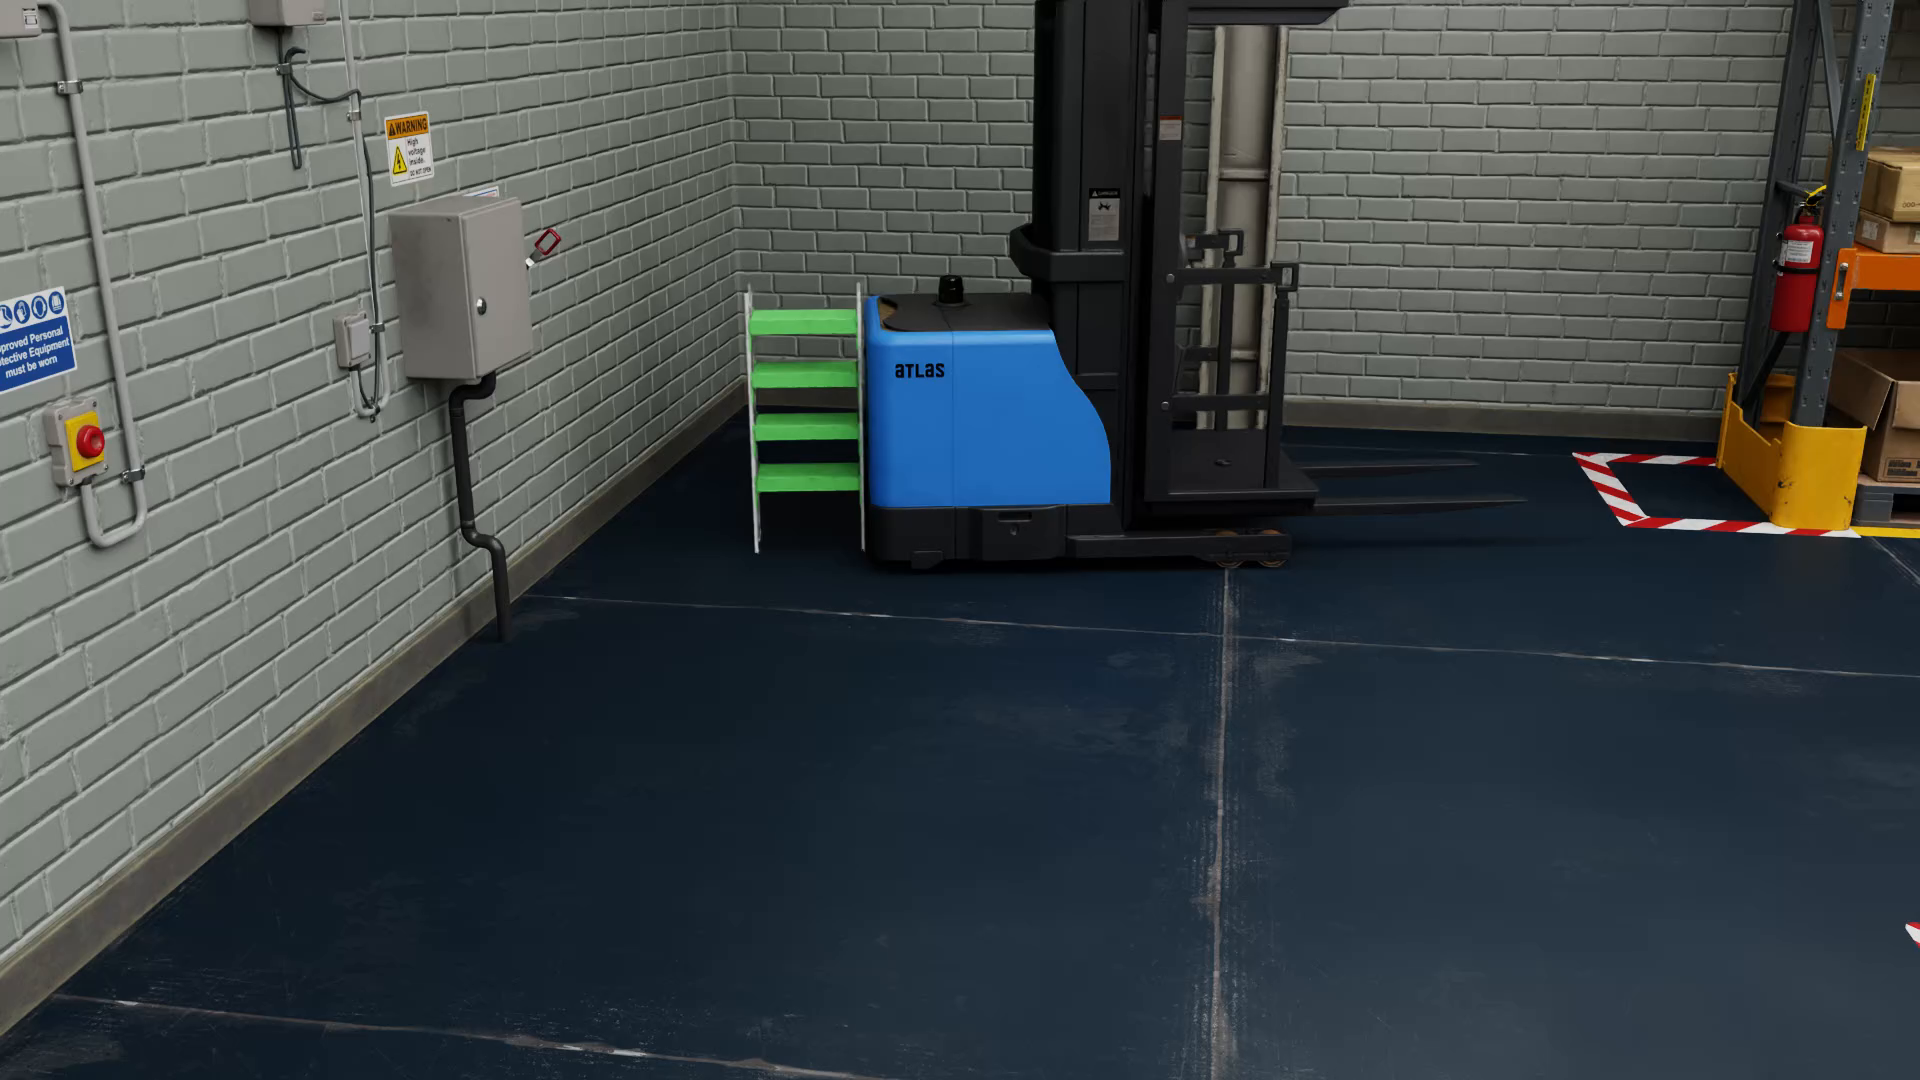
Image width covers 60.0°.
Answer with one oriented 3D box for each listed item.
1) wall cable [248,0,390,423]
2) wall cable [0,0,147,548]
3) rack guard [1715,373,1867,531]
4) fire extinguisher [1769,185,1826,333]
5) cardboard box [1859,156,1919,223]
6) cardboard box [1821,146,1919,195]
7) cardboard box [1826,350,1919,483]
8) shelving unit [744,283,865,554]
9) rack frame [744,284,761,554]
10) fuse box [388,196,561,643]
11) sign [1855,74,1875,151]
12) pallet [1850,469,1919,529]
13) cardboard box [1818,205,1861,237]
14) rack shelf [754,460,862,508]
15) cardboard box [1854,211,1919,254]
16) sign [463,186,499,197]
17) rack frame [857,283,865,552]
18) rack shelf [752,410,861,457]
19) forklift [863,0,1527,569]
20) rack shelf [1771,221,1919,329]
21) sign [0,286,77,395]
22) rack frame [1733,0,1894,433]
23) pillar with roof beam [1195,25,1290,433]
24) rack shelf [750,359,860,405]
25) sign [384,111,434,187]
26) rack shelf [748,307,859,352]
[{"bbox_3d":[-2.036,-1.306,5.379,0.122,1.984,0.588,3,19,9],"label":"wall cable"},{"bbox_3d":[-2.250,-0.876,4.044,0.123,1.953,0.585,3,19,9],"label":"wall cable"},{"bbox_3d":[4.180,-0.469,8.417,0.348,0.500,1.175,3,19,9],"label":"rack guard"},{"bbox_3d":[3.886,-1.307,7.693,0.183,0.674,0.296,3,19,9],"label":"fire extinguisher"},{"bbox_3d":[4.510,-1.621,7.688,0.500,0.250,0.500,3,19,9],"label":"cardboard box"},{"bbox_3d":[4.601,-1.788,8.188,0.500,0.250,0.500,3,19,10],"label":"cardboard box"},{"bbox_3d":[4.694,-0.613,8.181,0.637,0.503,0.797,2,19,6],"label":"cardboard box"},{"bbox_3d":[-0.694,-0.547,7.547,0.503,1.200,0.258,-1,19,-3],"label":"shelving unit"},{"bbox_3d":[-0.937,-0.543,7.534,0.015,1.200,0.240,-1,19,-3],"label":"rack frame"},{"bbox_3d":[-1.772,-0.419,6.360,0.414,1.711,0.539,3,19,9],"label":"fuse box"},{"bbox_3d":[4.019,-1.899,7.387,0.005,0.325,0.100,3,19,9],"label":"sign"},{"bbox_3d":[4.967,-0.292,8.344,1.213,0.211,1.003,3,19,9],"label":"pallet"},{"bbox_3d":[4.475,-1.607,8.273,0.250,0.149,0.380,3,19,8],"label":"cardboard box"},{"bbox_3d":[-0.694,-0.259,7.644,0.480,0.148,0.258,-1,19,-3],"label":"rack shelf"},{"bbox_3d":[4.386,-1.437,7.766,0.250,0.149,0.380,3,19,8],"label":"cardboard box"},{"bbox_3d":[-1.899,-1.150,6.664,0.001,0.494,0.329,3,19,9],"label":"sign"},{"bbox_3d":[-0.450,-0.552,7.561,0.015,1.200,0.240,-1,19,-3],"label":"rack frame"},{"bbox_3d":[-0.694,-0.486,7.567,0.480,0.148,0.258,-1,19,-3],"label":"rack shelf"},{"bbox_3d":[1.073,-1.429,7.454,3.031,2.935,1.130,-1,19,-4],"label":"forklift"},{"bbox_3d":[6.080,-1.217,7.845,4.000,0.370,1.077,3,19,9],"label":"rack shelf"},{"bbox_3d":[-2.318,-0.496,4.131,0.001,0.218,0.327,3,19,9],"label":"sign"},{"bbox_3d":[4.105,-1.658,8.032,0.127,3.000,1.000,3,19,9],"label":"rack frame"},{"bbox_3d":[0.903,-3.573,4.299,0.400,9.000,9.100,3,19,9],"label":"pillar with roof beam"},{"bbox_3d":[-0.694,-0.714,7.491,0.480,0.148,0.258,-1,19,-3],"label":"rack shelf"},{"bbox_3d":[-1.986,-1.415,6.004,0.001,0.242,0.339,3,19,9],"label":"sign"},{"bbox_3d":[-0.694,-0.942,7.415,0.480,0.148,0.258,-1,19,-3],"label":"rack shelf"}]
